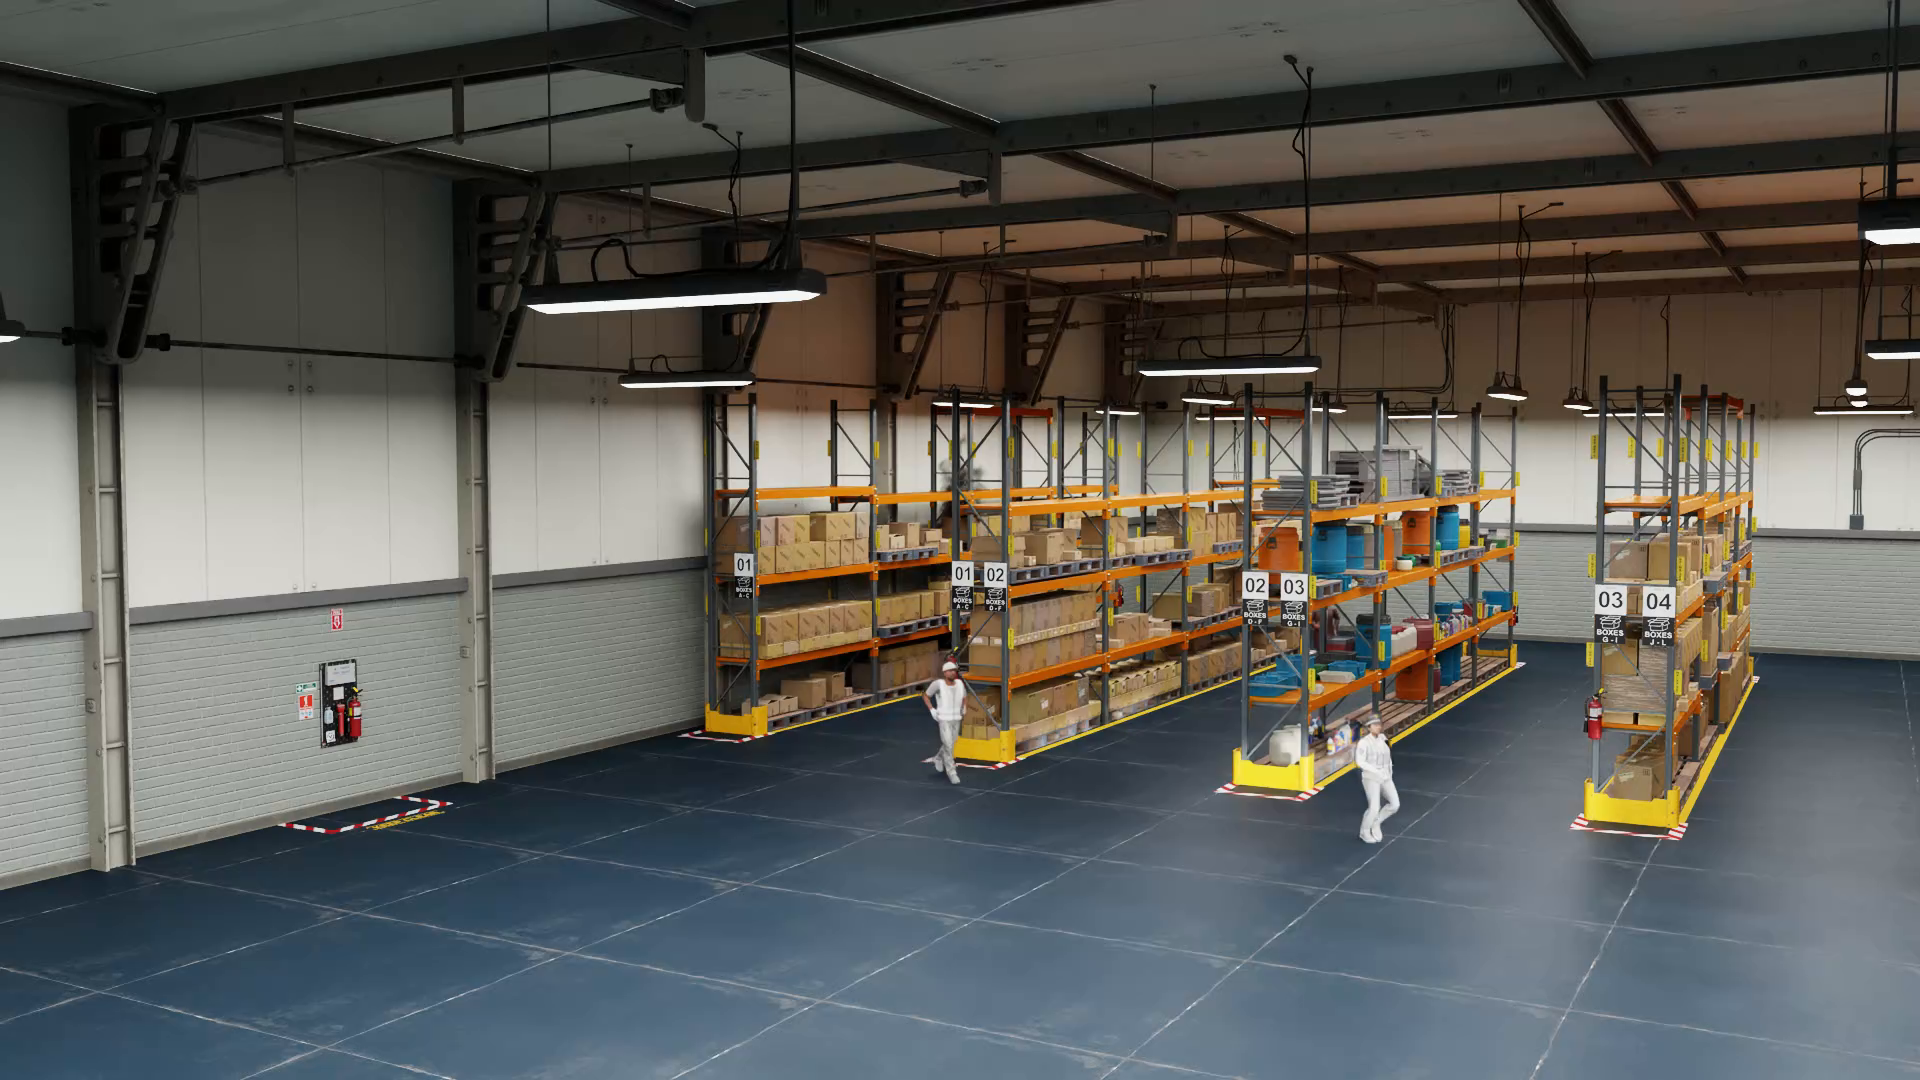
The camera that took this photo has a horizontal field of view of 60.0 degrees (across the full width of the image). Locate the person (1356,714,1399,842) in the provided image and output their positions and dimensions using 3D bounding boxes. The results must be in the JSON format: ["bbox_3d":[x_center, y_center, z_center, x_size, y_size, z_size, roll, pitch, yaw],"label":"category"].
[{"bbox_3d":[5.315,3.027,21.133,0.629,1.656,0.574,-2,3,-27],"label":"person"}]

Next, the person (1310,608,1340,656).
[{"bbox_3d":[7.925,2.149,36.331,0.692,1.819,0.945,1,3,15],"label":"person"}]

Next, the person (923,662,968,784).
[{"bbox_3d":[-0.177,2.744,25.293,0.683,1.796,0.915,-2,4,-31],"label":"person"}]
